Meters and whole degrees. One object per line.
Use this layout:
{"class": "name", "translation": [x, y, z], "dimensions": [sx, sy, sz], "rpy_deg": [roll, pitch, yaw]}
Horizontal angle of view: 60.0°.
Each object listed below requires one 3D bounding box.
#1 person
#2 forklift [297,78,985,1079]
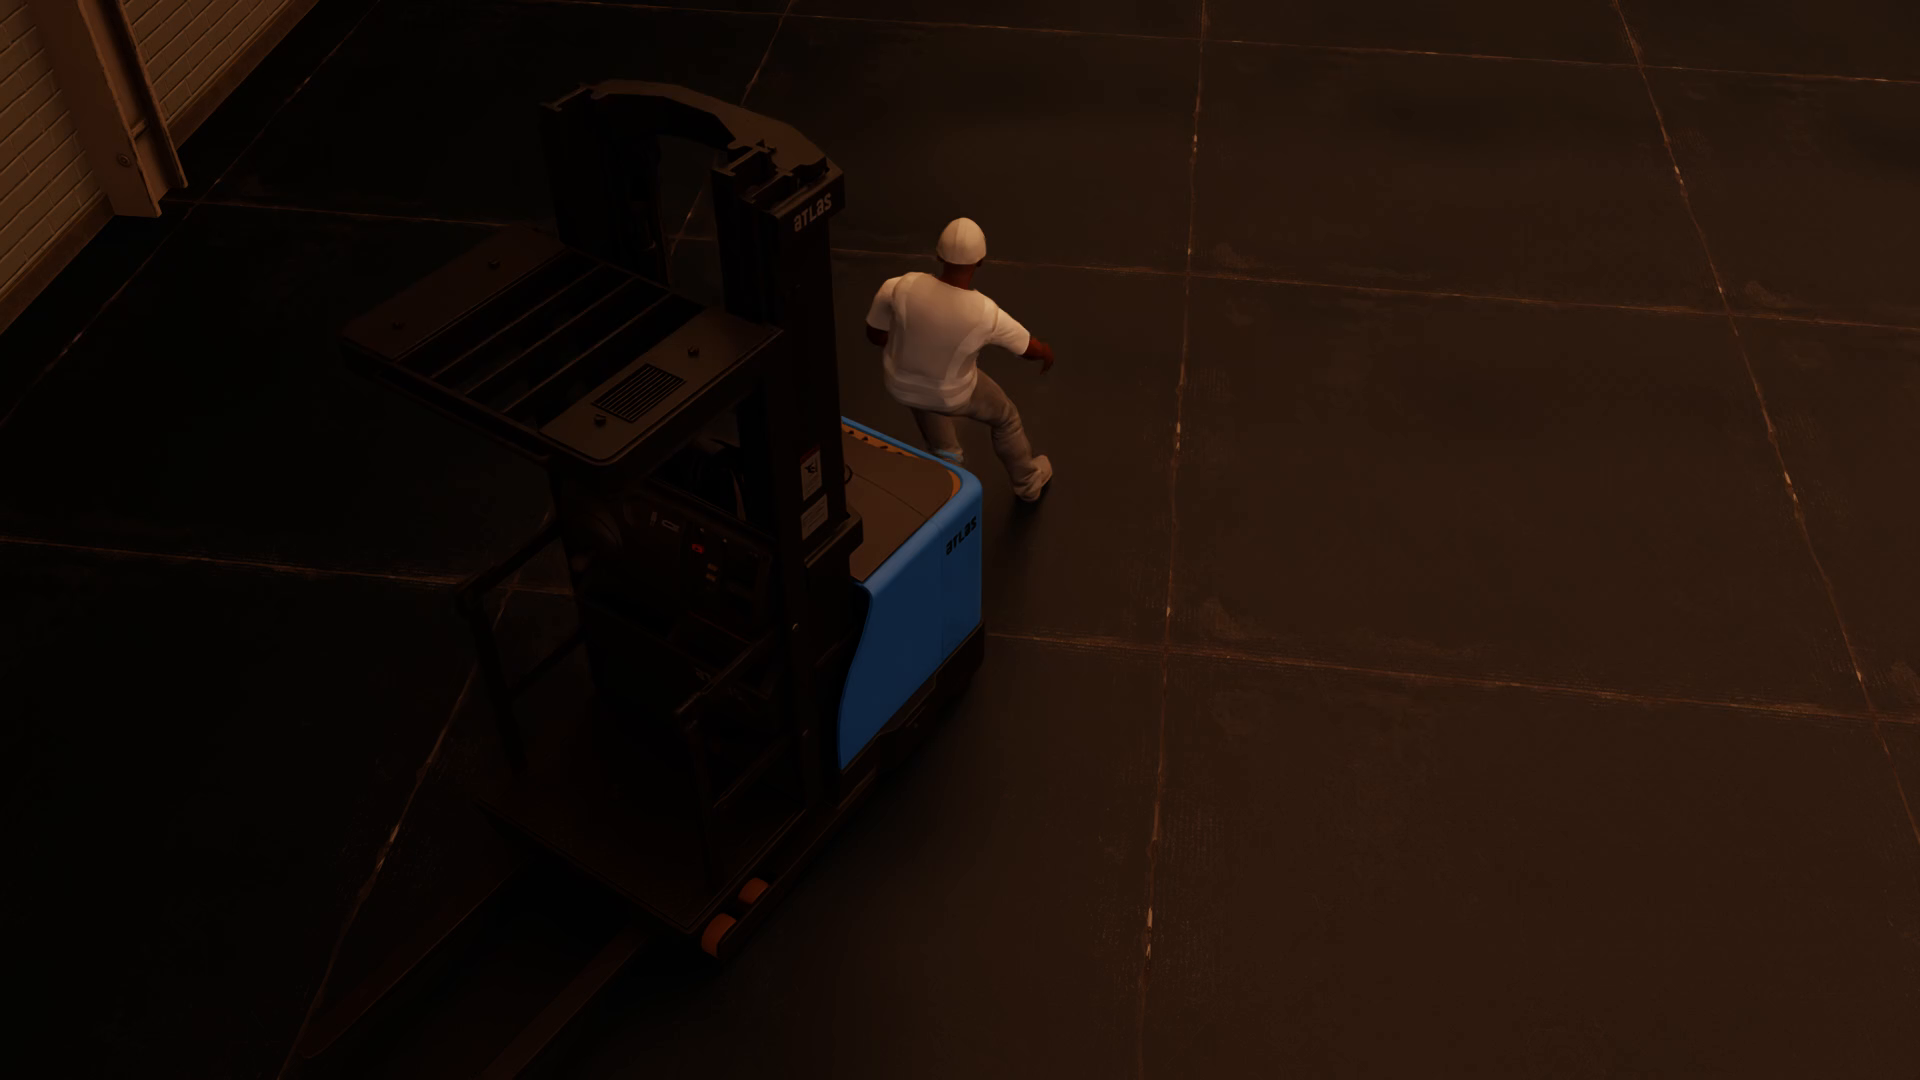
{"class": "person", "translation": [0.011, -0.811, 7.571], "dimensions": [0.789, 1.640, 0.676], "rpy_deg": [10, 44, 11]}
{"class": "forklift", "translation": [-1.137, 0.104, 5.611], "dimensions": [1.130, 2.935, 3.031], "rpy_deg": [25, 48, 24]}
